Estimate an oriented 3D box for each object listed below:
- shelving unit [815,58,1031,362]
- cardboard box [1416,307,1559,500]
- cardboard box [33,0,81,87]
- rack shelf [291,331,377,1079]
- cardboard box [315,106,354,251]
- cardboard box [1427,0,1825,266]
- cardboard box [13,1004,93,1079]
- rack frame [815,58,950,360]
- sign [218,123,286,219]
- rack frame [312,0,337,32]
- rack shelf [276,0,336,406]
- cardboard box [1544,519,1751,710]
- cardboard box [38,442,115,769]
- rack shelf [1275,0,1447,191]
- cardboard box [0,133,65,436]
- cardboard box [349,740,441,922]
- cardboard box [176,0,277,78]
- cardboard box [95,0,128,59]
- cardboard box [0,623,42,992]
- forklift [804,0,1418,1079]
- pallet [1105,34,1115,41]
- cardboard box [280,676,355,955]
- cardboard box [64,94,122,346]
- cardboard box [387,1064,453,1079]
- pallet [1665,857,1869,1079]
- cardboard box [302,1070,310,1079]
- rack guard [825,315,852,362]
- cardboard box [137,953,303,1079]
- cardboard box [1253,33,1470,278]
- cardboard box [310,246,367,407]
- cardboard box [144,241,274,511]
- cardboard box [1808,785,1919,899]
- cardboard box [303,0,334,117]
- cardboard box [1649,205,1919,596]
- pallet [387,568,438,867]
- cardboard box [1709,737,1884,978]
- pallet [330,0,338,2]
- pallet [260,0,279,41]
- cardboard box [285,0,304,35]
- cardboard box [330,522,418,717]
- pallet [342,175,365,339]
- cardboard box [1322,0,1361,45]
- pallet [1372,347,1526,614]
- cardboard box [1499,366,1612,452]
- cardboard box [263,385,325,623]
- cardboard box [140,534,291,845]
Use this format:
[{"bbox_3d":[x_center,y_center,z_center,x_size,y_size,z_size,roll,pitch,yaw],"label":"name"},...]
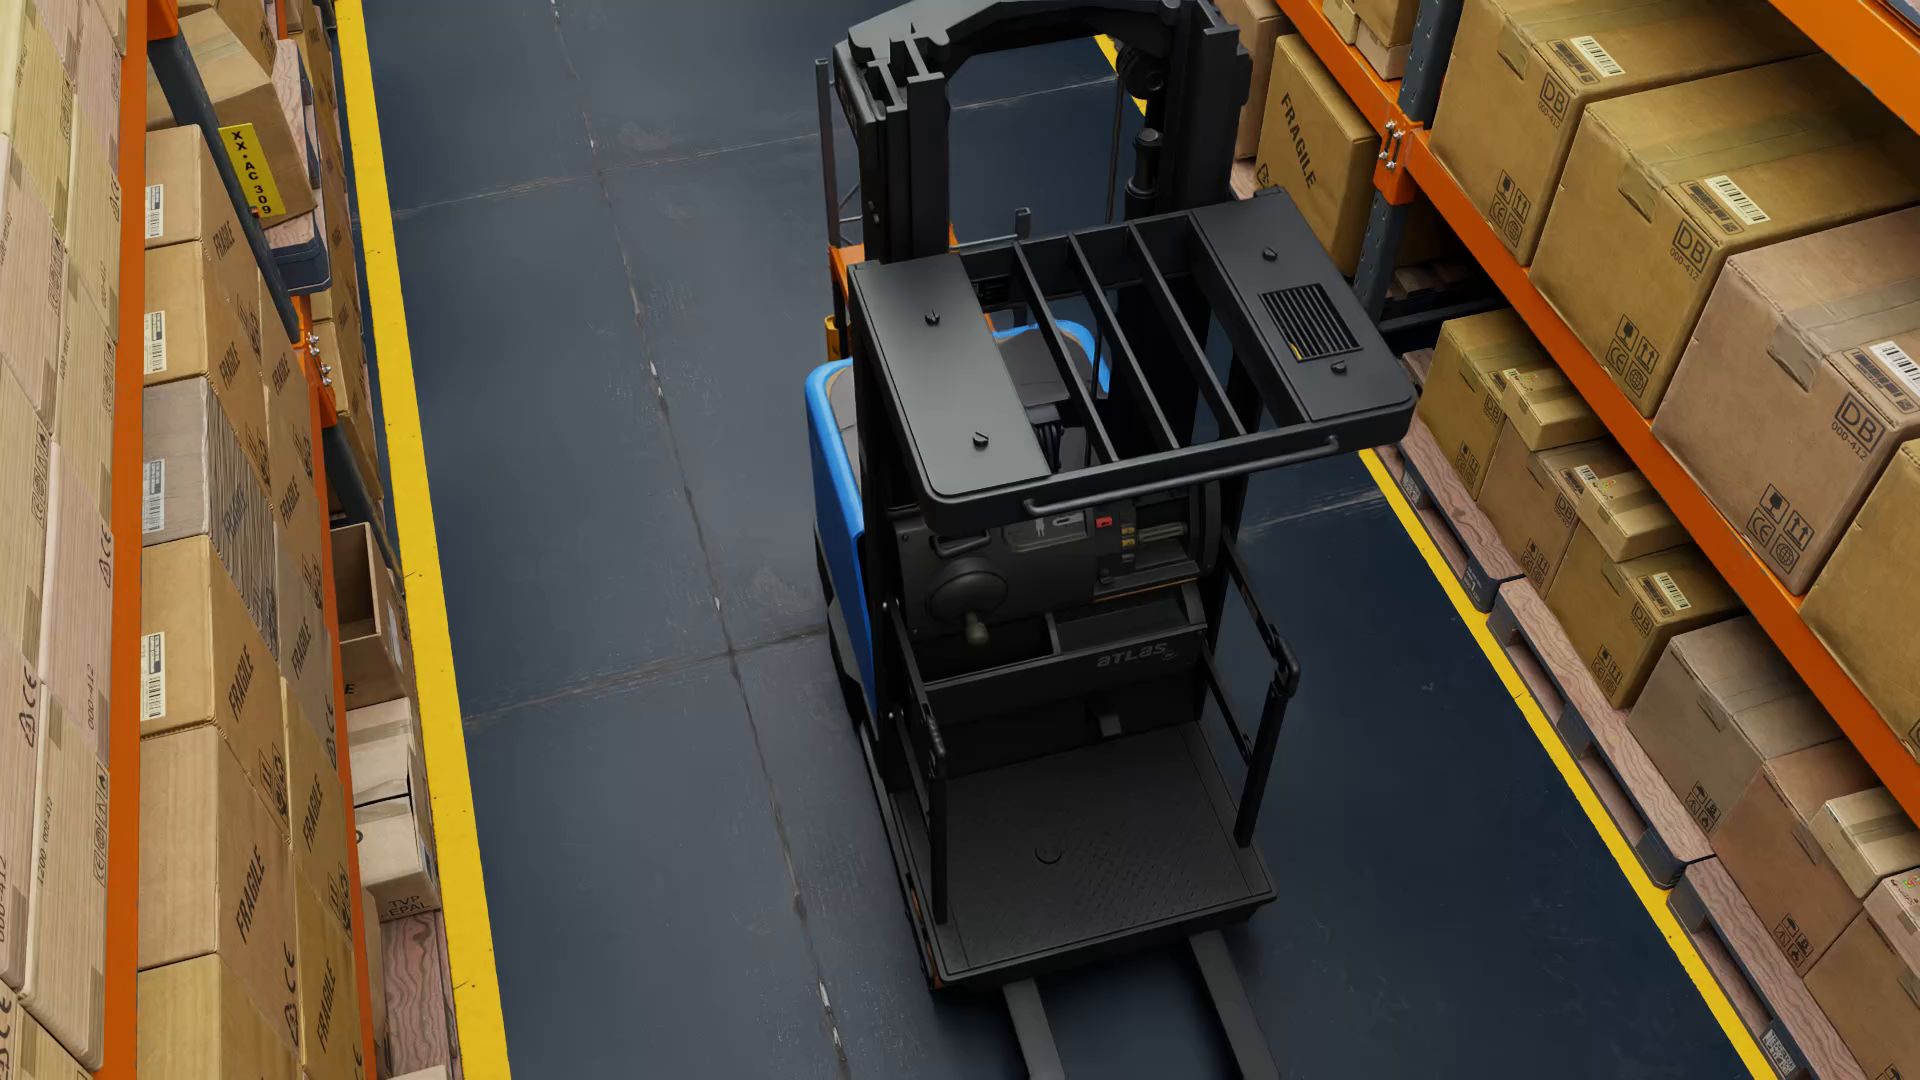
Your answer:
[{"bbox_3d":[-0.145,-0.923,6.337,0.587,1.500,1.083,-12,51,-10],"label":"shelving unit"},{"bbox_3d":[2.239,-0.566,6.415,0.700,0.500,0.500,-13,51,-11],"label":"cardboard box"},{"bbox_3d":[-2.068,-1.103,3.317,0.500,0.250,0.500,-13,51,-11],"label":"cardboard box"},{"bbox_3d":[-2.024,1.009,4.197,1.077,0.370,4.000,-13,51,-11],"label":"rack shelf"},{"bbox_3d":[-2.984,-1.551,7.232,0.500,0.500,0.500,-15,52,-12],"label":"cardboard box"},{"bbox_3d":[2.260,-1.503,5.648,0.980,0.700,0.700,-13,51,-10],"label":"cardboard box"},{"bbox_3d":[-1.342,0.887,1.966,0.500,0.250,0.500,-13,51,-11],"label":"cardboard box"},{"bbox_3d":[-0.284,-1.304,6.658,0.500,1.500,0.032,-12,51,-10],"label":"rack frame"},{"bbox_3d":[-2.100,-1.091,4.931,0.100,0.325,0.005,-13,51,-11],"label":"sign"},{"bbox_3d":[-3.799,-3.605,7.617,1.000,3.000,0.127,-13,51,-11],"label":"rack frame"},{"bbox_3d":[-3.207,-1.912,6.660,1.077,0.370,4.000,-13,51,-11],"label":"rack shelf"},{"bbox_3d":[2.534,0.177,5.789,0.700,0.500,0.500,-12,51,-10],"label":"cardboard box"},{"bbox_3d":[-1.627,0.154,2.584,0.500,0.250,0.500,-13,51,-11],"label":"cardboard box"},{"bbox_3d":[1.524,-3.035,7.607,1.077,0.370,4.000,-13,51,-11],"label":"rack shelf"},{"bbox_3d":[-1.775,-0.372,2.701,0.500,0.250,0.500,-13,51,-11],"label":"cardboard box"},{"bbox_3d":[-1.954,0.941,5.255,0.500,0.311,0.500,-13,51,-11],"label":"cardboard box"},{"bbox_3d":[-2.806,-1.735,5.701,0.700,0.500,0.500,-6,50,-5],"label":"cardboard box"},{"bbox_3d":[-2.218,-1.307,3.816,0.500,0.250,0.500,-13,51,-11],"label":"cardboard box"},{"bbox_3d":[-1.477,0.358,2.085,0.500,0.250,0.500,-13,51,-11],"label":"cardboard box"},{"bbox_3d":[0.342,0.144,4.501,1.130,2.935,3.031,-12,51,-10],"label":"forklift"},{"bbox_3d":[1.094,-3.236,9.129,1.003,0.211,1.213,-13,51,-11],"label":"pallet"},{"bbox_3d":[-1.762,0.714,3.910,0.500,0.500,0.500,-13,51,-10],"label":"cardboard box"},{"bbox_3d":[-1.924,-0.576,3.199,0.500,0.250,0.500,-13,51,-11],"label":"cardboard box"},{"bbox_3d":[-1.618,1.791,4.578,0.500,0.250,0.500,-13,51,-11],"label":"cardboard box"},{"bbox_3d":[2.987,1.448,5.181,1.003,0.211,1.213,-13,51,-11],"label":"pallet"},{"bbox_3d":[-1.470,1.447,3.293,0.500,0.500,0.500,-14,51,-11],"label":"cardboard box"},{"bbox_3d":[-0.279,-0.887,7.124,0.587,0.250,0.087,-12,51,-10],"label":"rack guard"},{"bbox_3d":[-1.474,1.120,2.914,0.500,0.500,0.500,-13,51,-11],"label":"cardboard box"},{"bbox_3d":[1.799,-1.694,7.137,0.750,0.750,0.750,-13,51,-11],"label":"cardboard box"},{"bbox_3d":[-2.694,-0.815,6.612,0.500,0.500,0.500,-13,51,-10],"label":"cardboard box"},{"bbox_3d":[-2.065,-0.353,4.156,0.500,0.500,0.500,-14,51,-12],"label":"cardboard box"},{"bbox_3d":[2.707,0.849,4.798,0.380,0.149,0.250,-12,51,-10],"label":"cardboard box"},{"bbox_3d":[-3.298,-2.311,7.873,0.500,0.500,0.500,-12,51,-10],"label":"cardboard box"},{"bbox_3d":[2.695,-0.439,4.752,0.980,0.700,0.700,-16,52,-13],"label":"cardboard box"},{"bbox_3d":[-2.414,0.717,5.797,1.003,0.211,1.213,-13,51,-11],"label":"pallet"},{"bbox_3d":[2.848,0.932,5.153,0.700,0.500,0.500,-13,51,-11],"label":"cardboard box"},{"bbox_3d":[-4.005,-3.316,9.197,1.003,0.211,1.213,-13,51,-11],"label":"pallet"},{"bbox_3d":[-3.219,-2.123,6.493,1.003,0.211,1.213,-13,51,-11],"label":"pallet"},{"bbox_3d":[-3.277,-2.512,7.552,0.500,0.250,0.500,-12,51,-10],"label":"cardboard box"},{"bbox_3d":[-2.176,0.333,5.644,0.500,0.500,0.500,-13,51,-11],"label":"cardboard box"},{"bbox_3d":[-3.257,-1.263,7.466,1.003,0.211,1.213,-13,51,-11],"label":"pallet"},{"bbox_3d":[1.648,-2.093,6.494,0.380,0.149,0.250,-12,51,-10],"label":"cardboard box"},{"bbox_3d":[2.265,-0.334,6.683,1.003,0.211,1.213,-13,51,-11],"label":"pallet"},{"bbox_3d":[2.165,-0.484,5.922,0.380,0.149,0.250,-12,51,-10],"label":"cardboard box"},{"bbox_3d":[-2.069,-0.032,4.539,0.500,0.500,0.500,-12,51,-10],"label":"cardboard box"},{"bbox_3d":[-1.768,0.383,3.536,0.500,0.500,0.500,-14,51,-11],"label":"cardboard box"}]
